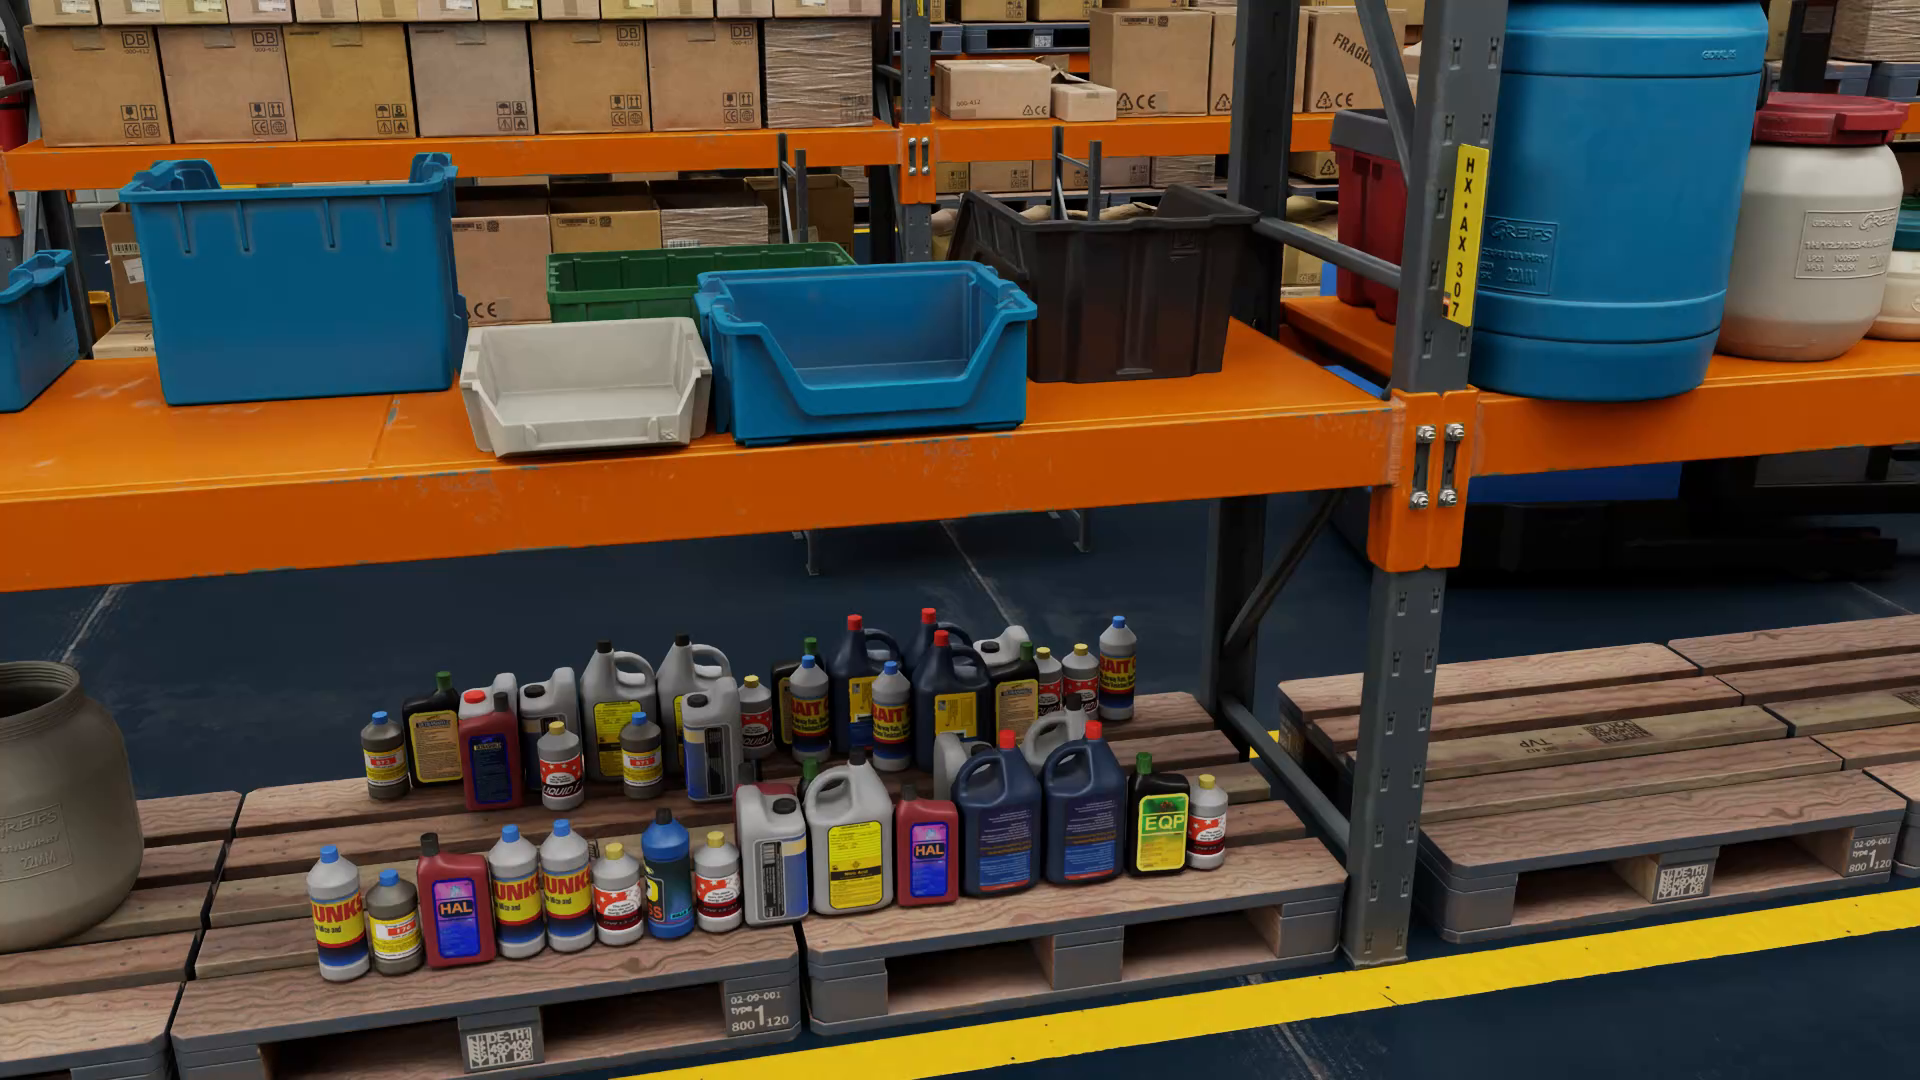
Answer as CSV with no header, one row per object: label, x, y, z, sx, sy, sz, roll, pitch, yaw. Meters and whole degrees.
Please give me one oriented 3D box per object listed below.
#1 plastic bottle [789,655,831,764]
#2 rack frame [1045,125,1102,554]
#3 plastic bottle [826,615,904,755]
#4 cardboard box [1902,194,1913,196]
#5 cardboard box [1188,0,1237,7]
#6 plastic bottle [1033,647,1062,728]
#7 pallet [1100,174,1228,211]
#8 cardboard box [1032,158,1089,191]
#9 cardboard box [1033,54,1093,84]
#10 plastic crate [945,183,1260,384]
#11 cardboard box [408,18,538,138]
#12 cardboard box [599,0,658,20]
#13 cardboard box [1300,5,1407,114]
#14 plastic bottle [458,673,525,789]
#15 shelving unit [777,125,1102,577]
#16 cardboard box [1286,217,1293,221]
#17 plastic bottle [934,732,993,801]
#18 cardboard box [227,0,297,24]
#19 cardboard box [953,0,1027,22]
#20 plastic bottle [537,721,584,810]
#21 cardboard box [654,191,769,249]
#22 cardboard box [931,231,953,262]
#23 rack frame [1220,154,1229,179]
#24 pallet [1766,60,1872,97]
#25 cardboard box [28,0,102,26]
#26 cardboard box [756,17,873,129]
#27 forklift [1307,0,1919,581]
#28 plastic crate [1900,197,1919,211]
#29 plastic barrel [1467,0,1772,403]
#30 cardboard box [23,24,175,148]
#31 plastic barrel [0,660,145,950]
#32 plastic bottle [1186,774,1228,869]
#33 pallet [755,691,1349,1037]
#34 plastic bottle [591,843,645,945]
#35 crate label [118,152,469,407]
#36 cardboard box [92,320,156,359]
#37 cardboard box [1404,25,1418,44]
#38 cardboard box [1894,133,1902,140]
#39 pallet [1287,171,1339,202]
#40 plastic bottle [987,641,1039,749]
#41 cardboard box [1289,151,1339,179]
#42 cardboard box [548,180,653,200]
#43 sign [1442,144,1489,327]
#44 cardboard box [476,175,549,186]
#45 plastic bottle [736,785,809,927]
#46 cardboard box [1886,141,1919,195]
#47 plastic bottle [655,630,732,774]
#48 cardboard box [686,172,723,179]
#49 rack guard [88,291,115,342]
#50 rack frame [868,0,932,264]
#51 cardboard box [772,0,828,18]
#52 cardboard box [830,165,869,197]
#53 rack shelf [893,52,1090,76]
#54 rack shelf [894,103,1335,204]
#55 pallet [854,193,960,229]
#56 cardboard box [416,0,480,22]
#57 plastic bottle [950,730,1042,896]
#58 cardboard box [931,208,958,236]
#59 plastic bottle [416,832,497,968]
plastic bottle,-0.374,0.416,4.144,0.097,0.271,0.097,0,20,0
rack frame,0.412,-0.738,6.148,0.032,1.500,0.500,-5,21,-12
plastic bottle,-0.239,0.355,4.196,0.185,0.351,0.144,-6,21,-15
cardboard box,5.451,-1.867,10.045,0.500,0.500,0.500,-5,21,-15
cardboard box,1.983,-4.468,13.366,0.500,0.500,0.700,-7,21,-19
plastic bottle,0.216,0.380,4.346,0.097,0.201,0.097,0,20,0
pallet,1.677,-2.884,13.882,1.213,0.211,1.003,-5,21,-12
cardboard box,0.744,-3.163,13.582,0.500,0.500,0.700,-5,21,-13
cardboard box,0.502,-2.349,8.561,0.258,0.266,0.396,-5,21,-14
plastic crate,0.287,-0.594,3.666,0.504,0.338,0.767,-5,21,-12
cardboard box,-2.240,-2.167,7.724,0.500,0.500,0.700,-4,21,-11
cardboard box,-1.517,-2.459,7.578,0.250,0.149,0.380,-5,21,-13
cardboard box,1.953,-2.506,8.649,0.500,0.500,0.500,-6,21,-15
plastic bottle,-1.129,0.464,4.008,0.135,0.276,0.152,-4,21,-12
shelving unit,-0.083,-0.697,6.038,1.048,1.500,0.538,-5,21,-12
cardboard box,1.498,-1.699,9.162,0.500,0.311,0.500,-5,21,-13
plastic bottle,0.020,0.565,3.731,0.135,0.276,0.152,-5,21,-12
cardboard box,-3.027,-2.335,7.239,0.250,0.149,0.380,-5,21,-13
cardboard box,0.228,-4.325,12.976,0.500,0.500,0.700,-2,20,-5
plastic bottle,-0.948,0.528,3.941,0.097,0.201,0.097,0,20,0
cardboard box,-1.201,-1.393,8.054,0.500,0.500,0.500,-5,21,-12
cardboard box,0.149,-1.399,8.346,0.500,0.311,0.500,-5,21,-12
rack frame,2.438,-4.255,13.570,0.127,3.000,1.000,-5,21,-12
pallet,4.225,-2.584,9.288,1.003,0.211,1.213,-5,21,-12
cardboard box,-3.772,-2.275,7.075,0.250,0.149,0.380,-5,21,-13
cardboard box,-0.741,-2.290,8.061,0.500,0.500,0.700,-5,21,-14
forklift,2.920,-1.414,5.915,3.031,2.935,1.130,-1,20,-4
plastic crate,2.455,-0.755,4.323,0.662,0.188,0.450,-5,21,-12
plastic barrel,1.271,-0.787,3.373,0.708,0.901,0.600,-5,21,-12
cardboard box,-3.746,-2.044,7.387,0.500,0.500,0.700,-5,21,-12
plastic barrel,-1.957,0.548,3.464,0.421,0.512,0.421,0,20,0
plastic bottle,0.544,0.618,3.695,0.097,0.201,0.097,0,20,0
pallet,0.162,0.726,4.025,1.213,0.211,1.003,-5,21,-12
plastic bottle,-0.704,0.720,3.418,0.097,0.201,0.097,0,20,0
crate label,-1.338,-0.559,3.427,0.616,0.435,0.502,-5,21,-12
cardboard box,-3.631,-0.838,7.629,0.500,0.250,0.500,-5,21,-12
cardboard box,3.554,-4.166,13.663,0.250,0.149,0.380,-5,21,-13
cardboard box,8.072,-3.699,15.074,0.500,0.500,0.700,-4,21,-11
pallet,3.223,-2.983,14.151,1.213,0.211,1.003,-5,21,-12
plastic bottle,0.131,0.395,4.184,0.133,0.283,0.061,-5,21,-12
cardboard box,3.184,-3.457,13.906,0.750,0.750,0.750,-5,21,-13
cardboard box,-1.807,-1.528,8.421,0.500,0.500,0.500,-5,21,-12
sign,0.941,-0.567,3.100,0.005,0.325,0.100,-5,21,-12
cardboard box,-3.373,-2.766,12.499,0.500,0.500,0.700,-6,21,-16
plastic bottle,-0.395,0.650,3.500,0.135,0.276,0.152,-4,21,-11
cardboard box,5.486,-2.223,9.927,0.500,0.250,0.500,-5,21,-14
plastic bottle,-0.653,0.389,4.105,0.185,0.351,0.144,-5,21,-13
cardboard box,-1.968,-2.762,12.974,0.250,0.166,0.380,-7,21,-20
rack guard,-4.227,-0.788,7.740,0.348,0.500,1.175,-5,21,-12
rack frame,-0.311,-2.281,8.180,0.127,3.000,1.000,-5,21,-12
cardboard box,-0.767,-2.520,7.745,0.250,0.149,0.380,-5,21,-14
cardboard box,-0.742,-3.035,13.234,0.500,0.500,0.700,-4,20,-11
rack shelf,0.492,-3.759,13.261,4.000,0.370,1.077,-5,21,-12
rack shelf,1.635,-2.101,8.735,4.000,0.370,1.077,-5,21,-12
pallet,-0.697,-2.691,13.355,1.213,0.211,1.003,-5,21,-12
cardboard box,-2.276,-2.396,7.406,0.250,0.149,0.380,-4,21,-12
plastic bottle,0.078,0.578,3.588,0.185,0.351,0.144,-6,21,-15
cardboard box,0.017,-1.578,8.833,0.500,0.311,0.500,-5,21,-12
plastic bottle,-1.007,0.712,3.319,0.133,0.283,0.061,-4,21,-12
